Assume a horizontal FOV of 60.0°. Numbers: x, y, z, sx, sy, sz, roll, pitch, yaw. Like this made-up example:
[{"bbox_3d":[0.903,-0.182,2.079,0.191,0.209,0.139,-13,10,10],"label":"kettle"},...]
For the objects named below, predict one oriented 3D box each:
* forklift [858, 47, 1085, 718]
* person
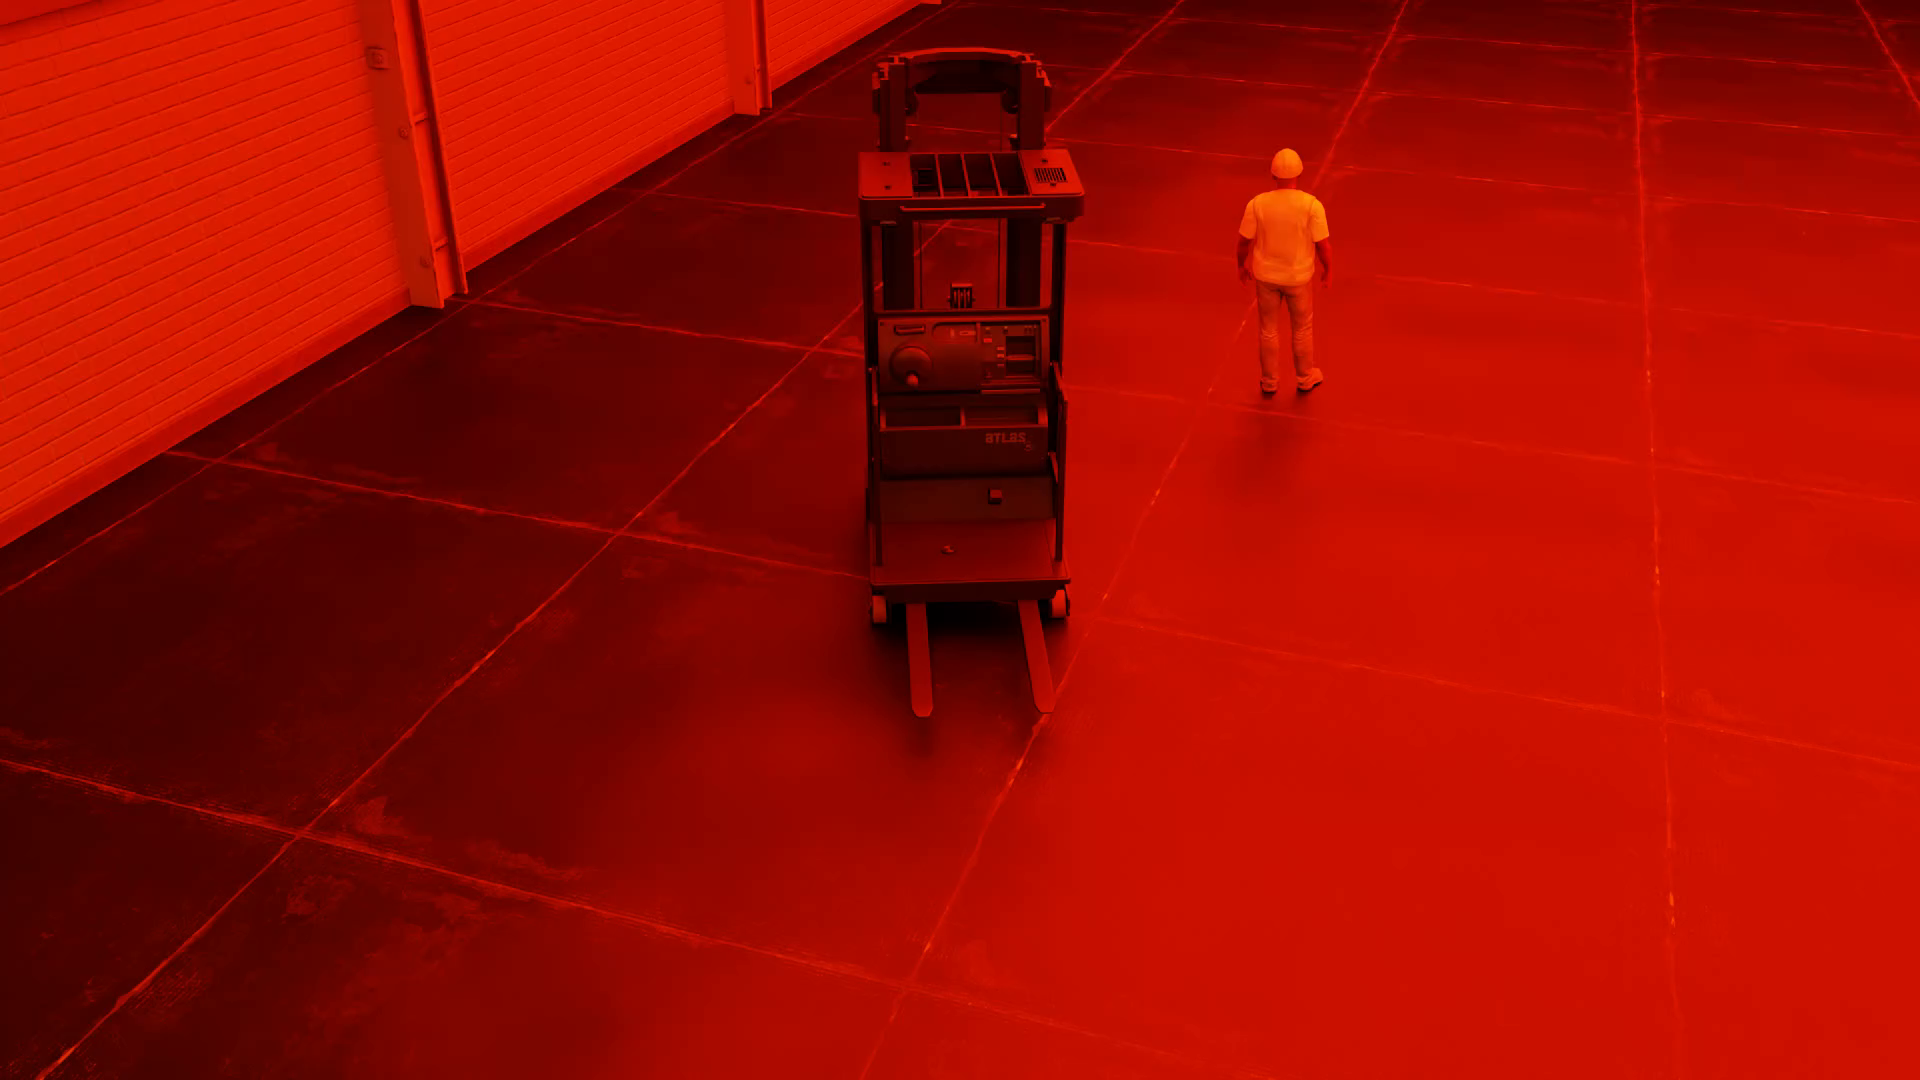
[{"bbox_3d":[0.035,-0.972,8.842,1.130,2.935,3.031,-2,30,-3],"label":"forklift"},{"bbox_3d":[2.271,-1.885,11.604,0.665,1.768,0.575,10,31,17],"label":"person"}]
